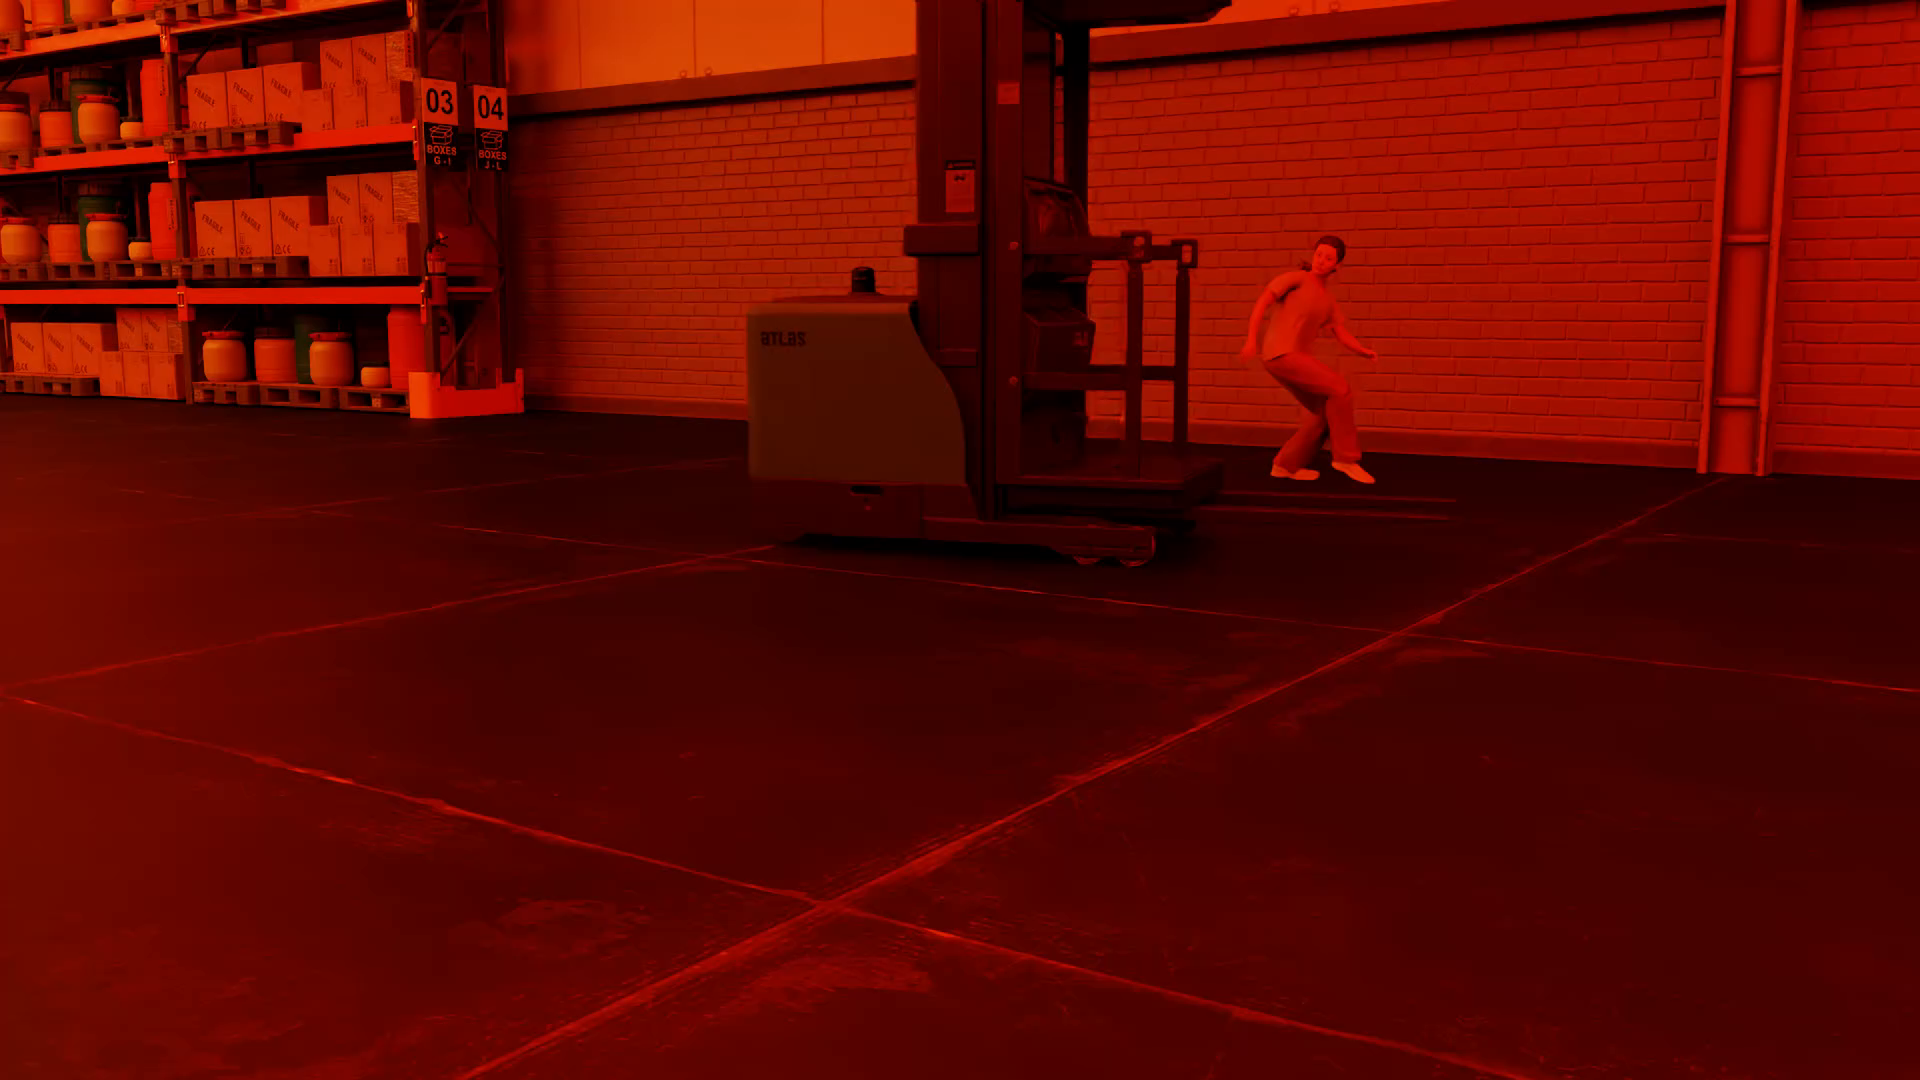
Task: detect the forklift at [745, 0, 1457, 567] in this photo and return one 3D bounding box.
[{"bbox_3d":[0.614,-1.424,7.208,3.031,2.935,1.130,3,9,19],"label":"forklift"}]

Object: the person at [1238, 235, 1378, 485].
[{"bbox_3d":[2.136,-1.075,9.965,0.740,1.487,0.685,6,10,34],"label":"person"}]
